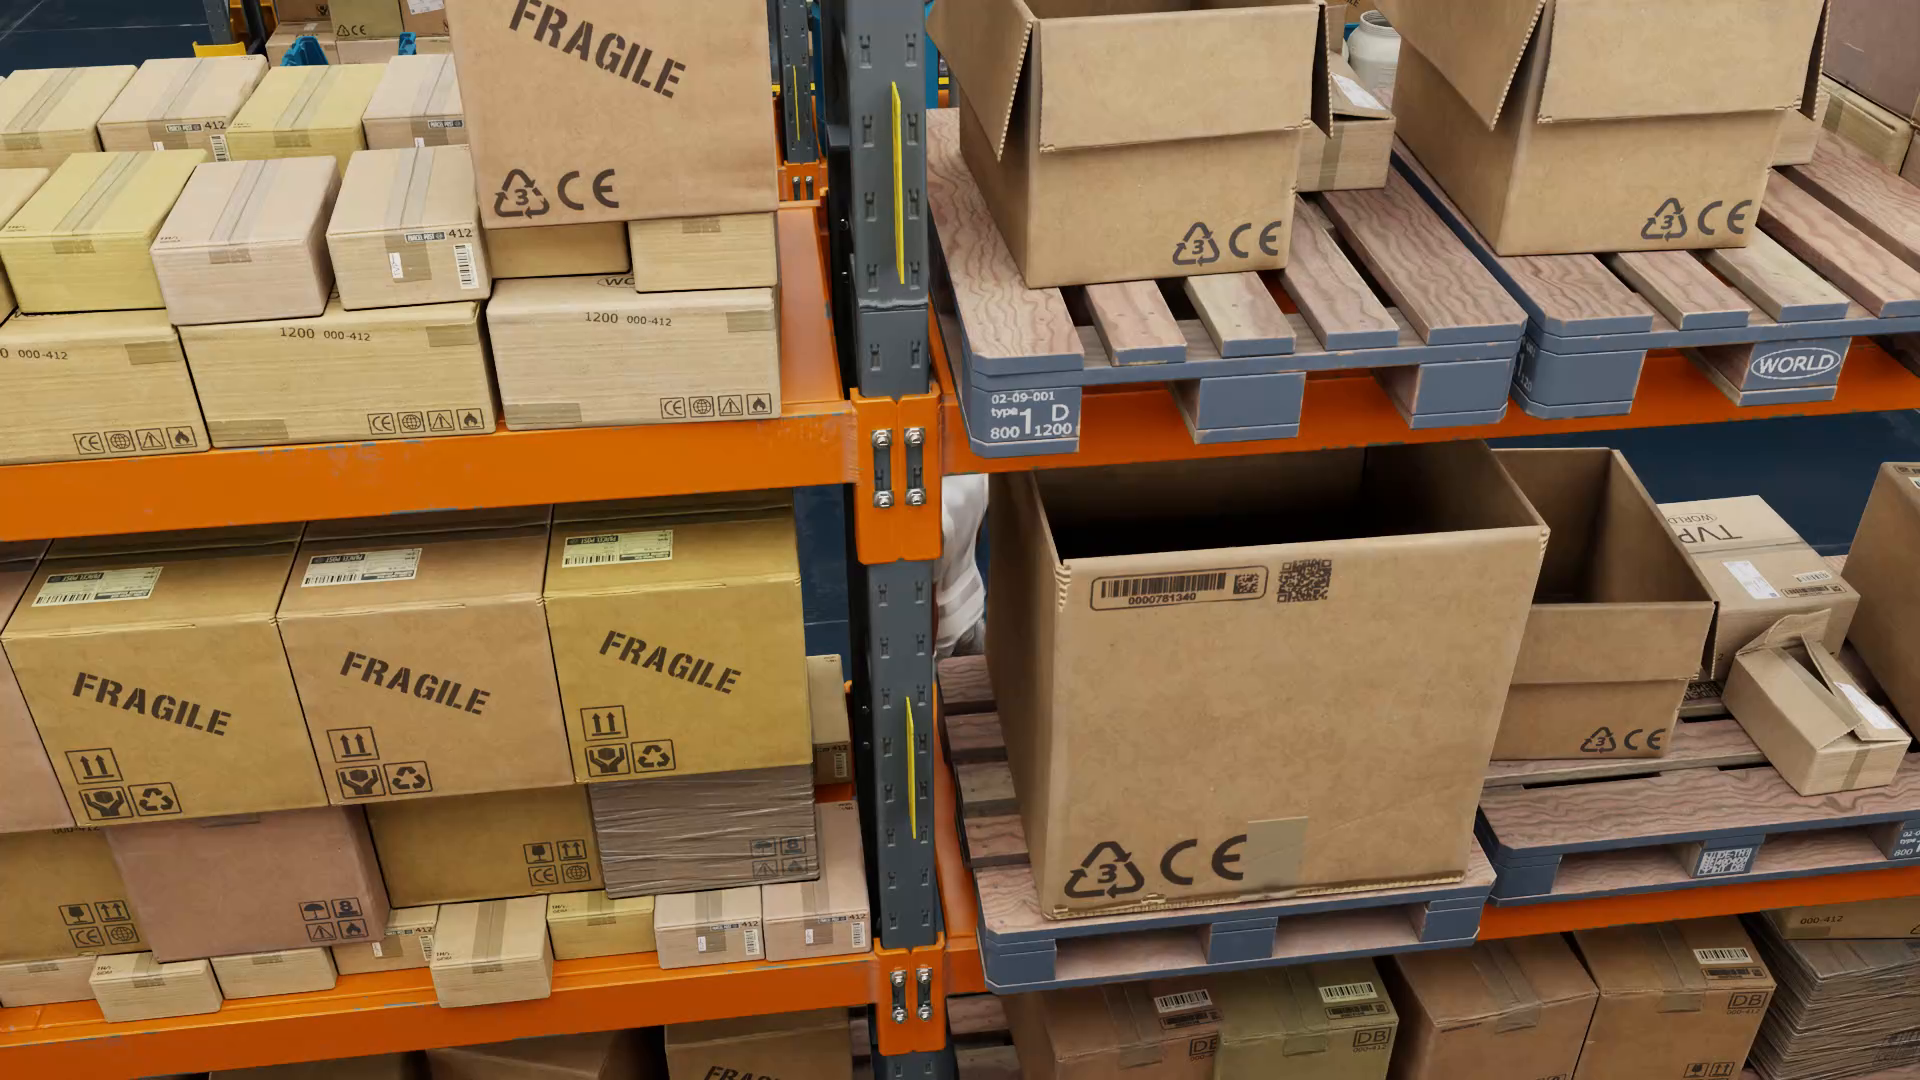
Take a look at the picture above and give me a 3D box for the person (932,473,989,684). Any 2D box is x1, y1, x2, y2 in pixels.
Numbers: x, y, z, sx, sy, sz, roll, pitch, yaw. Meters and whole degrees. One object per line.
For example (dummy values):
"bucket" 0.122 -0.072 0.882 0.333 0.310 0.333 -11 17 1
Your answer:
"person" 0.022 0.230 5.784 0.518 1.775 0.747 18 38 24
